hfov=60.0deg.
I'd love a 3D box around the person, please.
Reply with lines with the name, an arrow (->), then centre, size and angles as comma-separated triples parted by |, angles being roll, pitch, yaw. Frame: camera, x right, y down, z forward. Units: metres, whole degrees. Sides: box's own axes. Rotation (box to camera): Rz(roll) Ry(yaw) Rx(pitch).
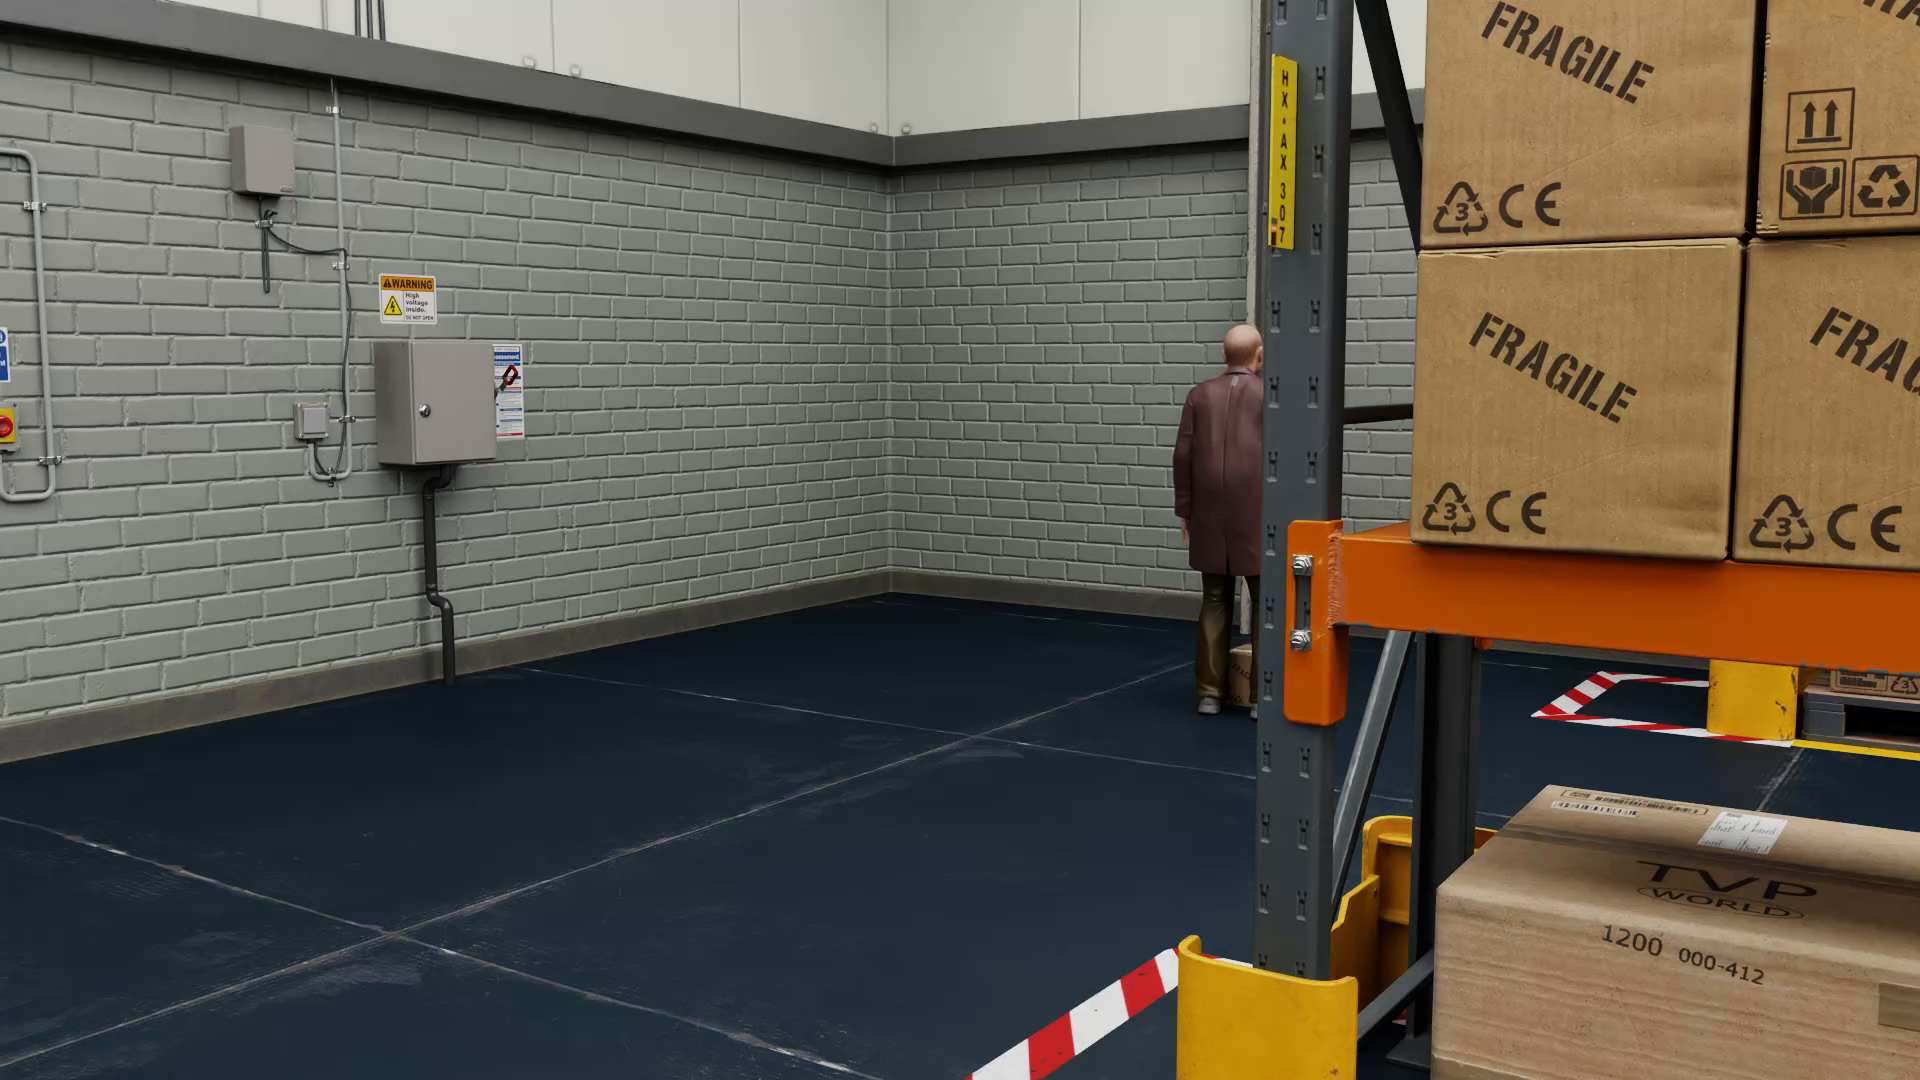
person -> 1.282, -0.089, 7.584 | 0.643, 1.774, 0.421 | 4, 7, 33
